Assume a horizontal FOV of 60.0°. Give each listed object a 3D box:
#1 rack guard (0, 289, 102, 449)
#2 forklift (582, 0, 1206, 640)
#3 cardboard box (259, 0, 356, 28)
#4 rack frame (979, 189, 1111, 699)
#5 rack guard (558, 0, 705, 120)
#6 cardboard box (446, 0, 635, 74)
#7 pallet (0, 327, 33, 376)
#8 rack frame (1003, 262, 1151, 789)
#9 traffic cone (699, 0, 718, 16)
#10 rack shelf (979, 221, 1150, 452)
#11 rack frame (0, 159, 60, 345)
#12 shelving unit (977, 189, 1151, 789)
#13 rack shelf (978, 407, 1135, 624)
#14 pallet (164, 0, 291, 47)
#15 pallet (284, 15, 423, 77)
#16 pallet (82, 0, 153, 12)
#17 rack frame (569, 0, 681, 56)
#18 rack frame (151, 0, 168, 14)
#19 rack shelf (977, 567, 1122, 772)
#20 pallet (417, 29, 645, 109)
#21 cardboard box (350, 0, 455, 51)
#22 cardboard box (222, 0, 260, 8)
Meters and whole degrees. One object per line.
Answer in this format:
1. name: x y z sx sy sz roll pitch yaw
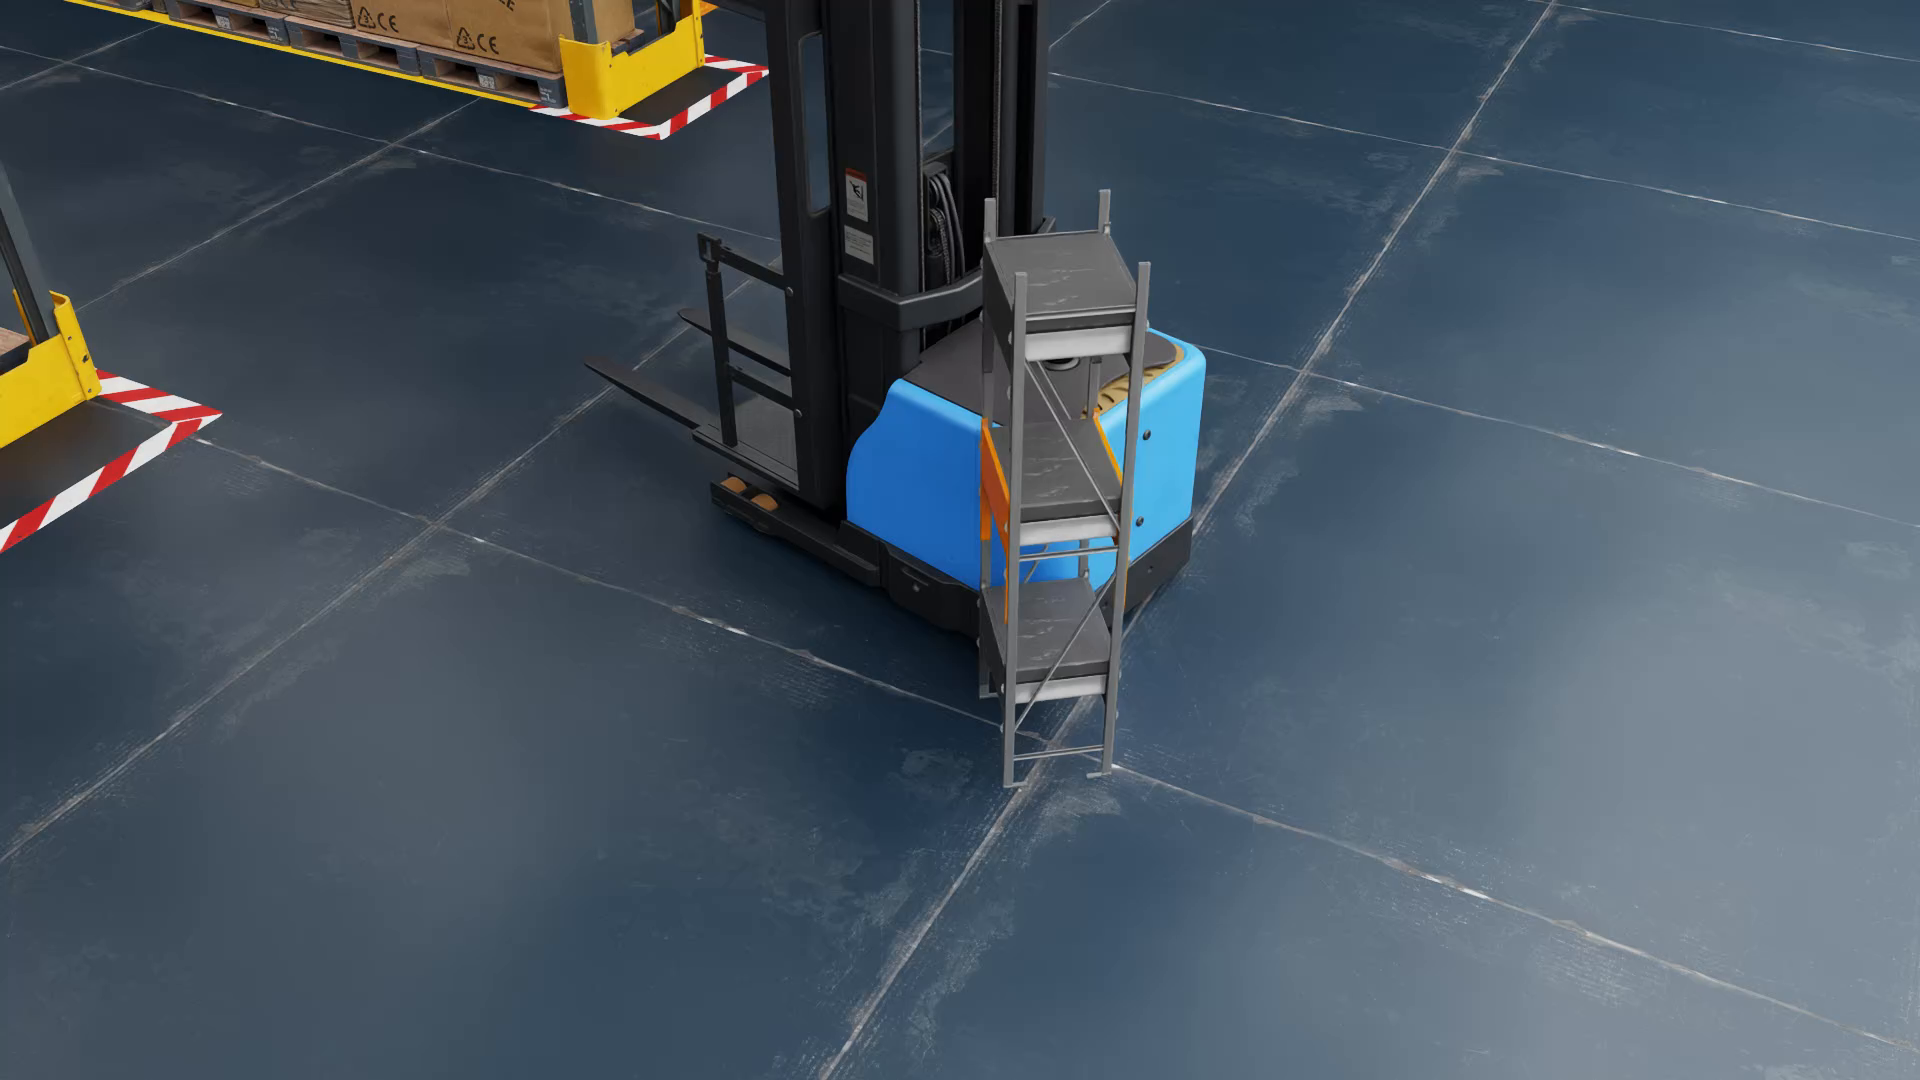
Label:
1. rack guard: -4.642 -0.683 7.737 0.348 0.500 1.175 17 41 21
2. forklift: -0.469 -1.415 6.690 3.031 2.935 1.130 28 45 32
3. cardboard box: -4.428 -4.265 11.797 0.875 0.875 0.875 18 41 22
4. rack frame: 0.274 -0.244 5.832 0.400 2.100 0.015 -6 38 -8
5. rack guard: -2.183 -3.290 11.171 0.348 0.500 1.175 17 41 21
6. cardboard box: -2.837 -3.767 11.141 0.875 0.875 0.875 18 41 22
7. pallet: -5.347 -0.813 8.146 1.213 0.211 1.003 17 41 21
8. rack frame: 0.356 0.048 5.450 0.400 2.100 0.015 -6 38 -8
9. traffic cone: -2.023 -4.192 12.390 0.334 0.463 0.336 17 41 21
10. rack shelf: 0.315 -0.643 5.224 0.431 0.518 0.480 -6 38 -8
11. rack frame: -4.575 -1.658 6.953 0.127 3.000 1.000 17 41 21
12. shelving unit: 0.315 -0.098 5.641 0.431 2.100 0.503 -6 38 -8
13. rack shelf: 0.315 -0.087 5.649 0.431 0.518 0.480 -6 38 -8
14. pallet: -5.117 -4.041 12.398 1.213 0.211 1.003 17 41 21
15. pallet: -4.029 -3.702 11.953 1.213 0.211 1.003 17 41 21
16. pallet: -6.476 -4.468 12.962 1.213 0.211 1.003 17 41 21
17. rack frame: -2.204 -4.293 10.424 0.127 3.000 1.000 17 41 21
18. rack frame: -5.756 -5.405 11.889 0.127 3.000 1.000 17 41 21
19. rack shelf: 0.314 0.469 6.074 0.431 0.518 0.480 -6 38 -8
20. pallet: -2.950 -3.362 11.505 1.213 0.211 1.003 17 41 21
21. cardboard box: -3.619 -4.010 11.462 0.875 0.875 0.875 17 40 21
22. cardboard box: -5.230 -4.513 12.125 0.875 0.875 0.875 18 41 22
